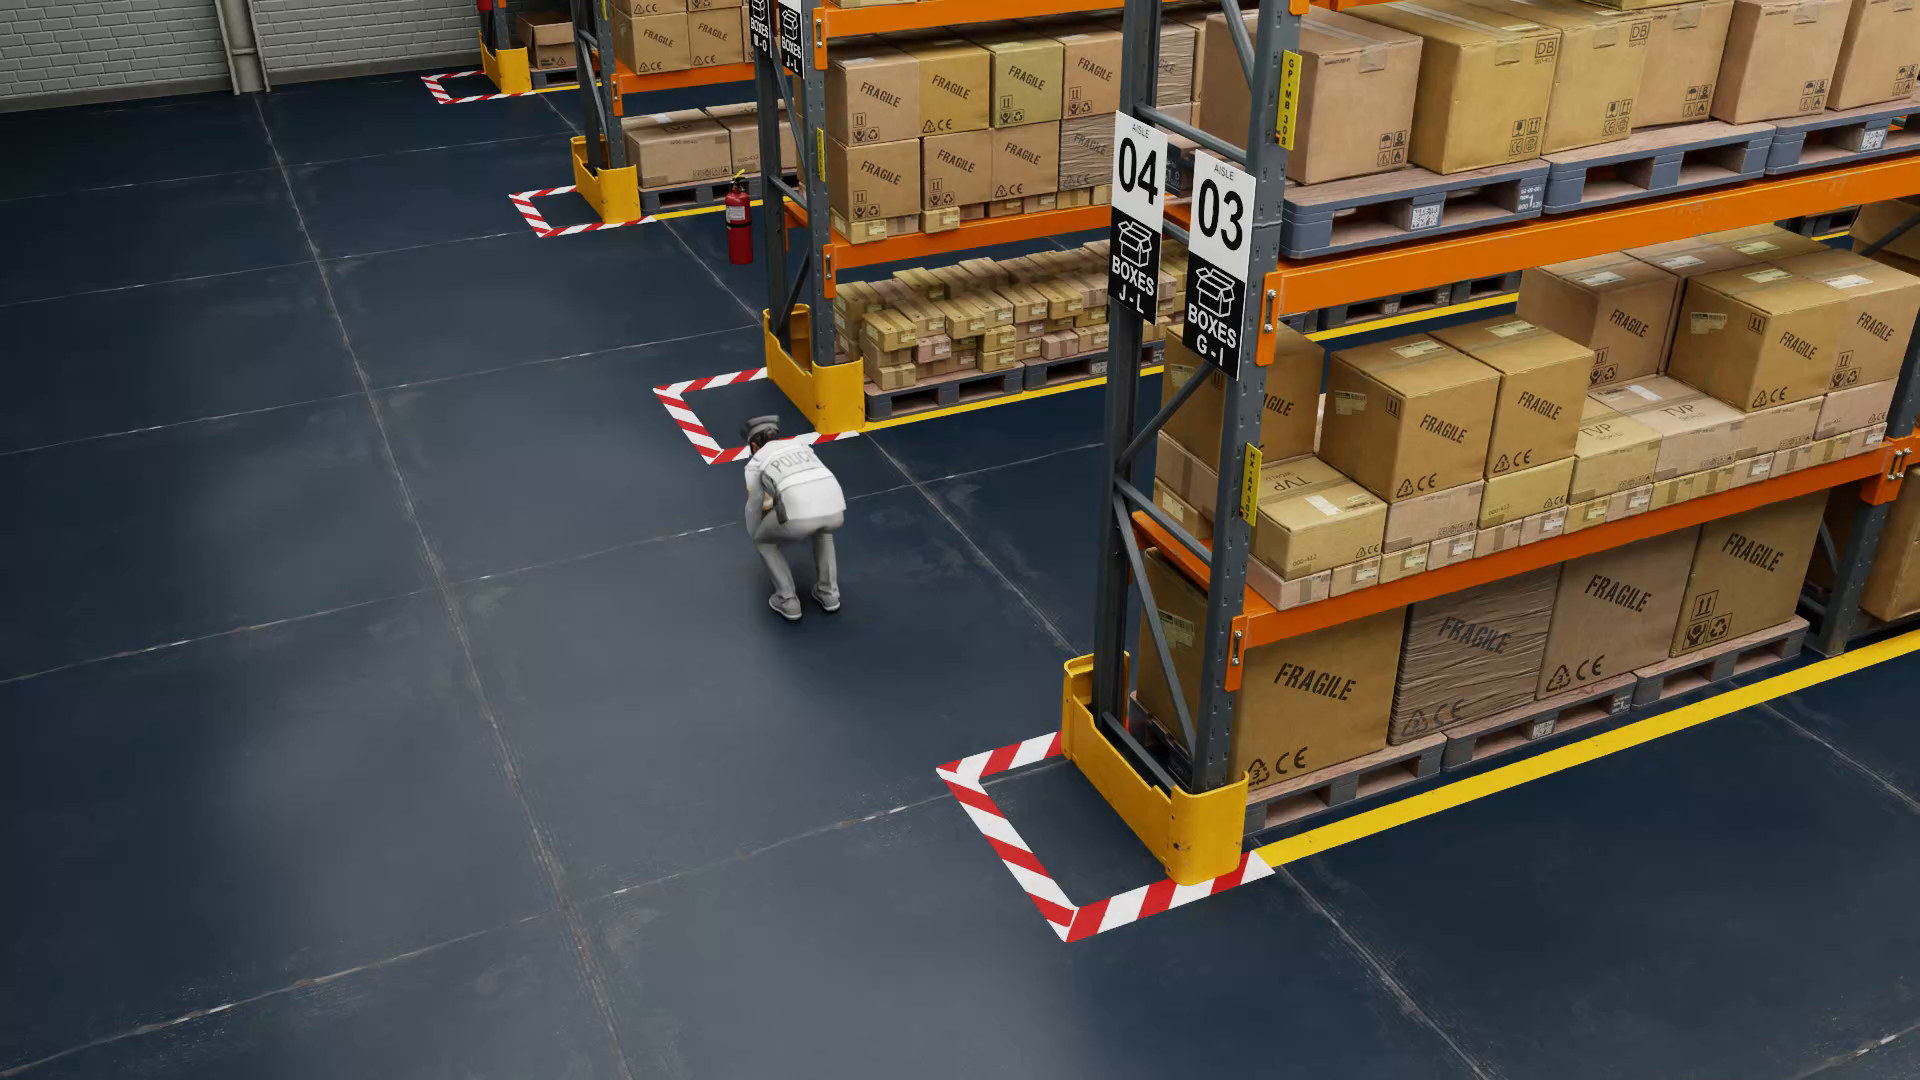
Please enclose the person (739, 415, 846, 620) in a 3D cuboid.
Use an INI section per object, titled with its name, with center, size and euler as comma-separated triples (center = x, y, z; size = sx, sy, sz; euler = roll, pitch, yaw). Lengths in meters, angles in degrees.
[person]
center = -0.956, -0.132, 9.354
size = 0.466, 0.998, 0.919
euler = -15, 33, -24
